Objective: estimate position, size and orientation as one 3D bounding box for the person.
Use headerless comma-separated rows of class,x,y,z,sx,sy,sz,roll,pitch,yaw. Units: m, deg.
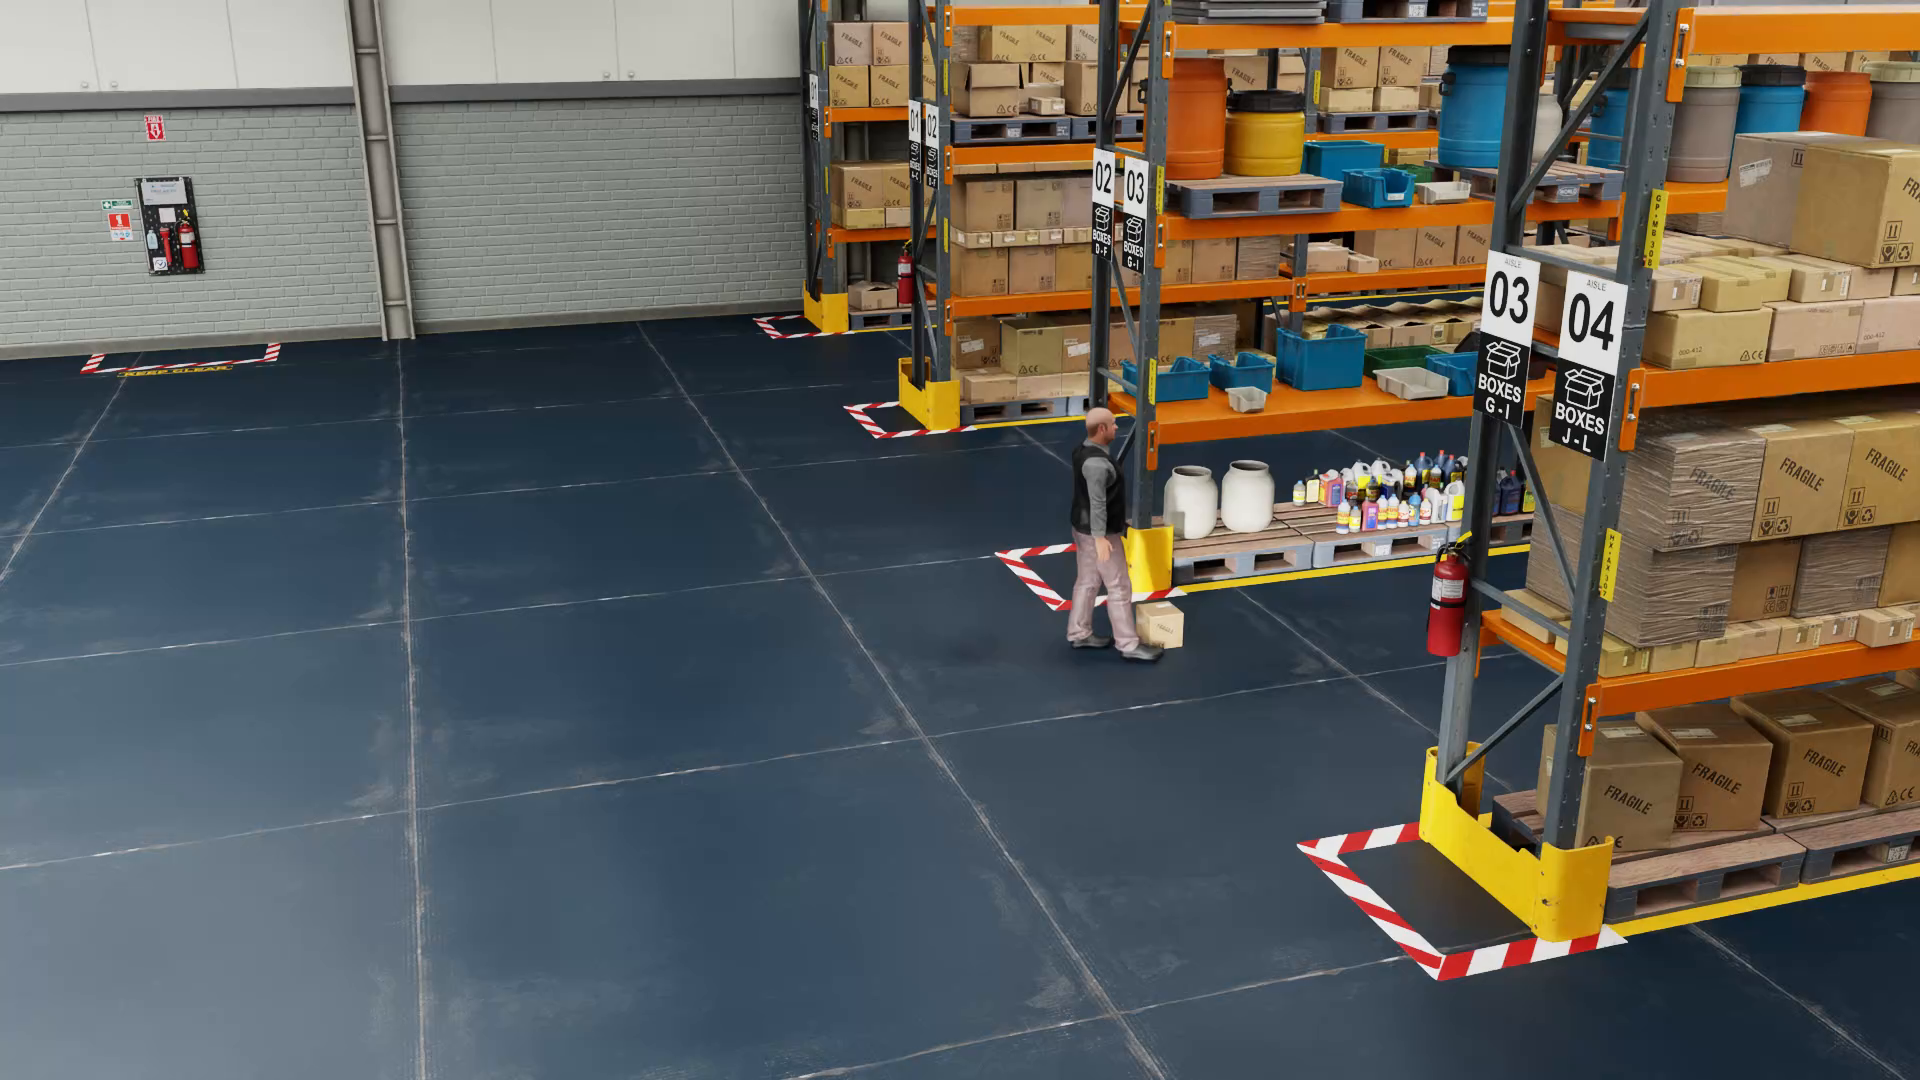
person,1.052,-0.055,11.239,0.603,1.721,0.568,-3,19,-9
